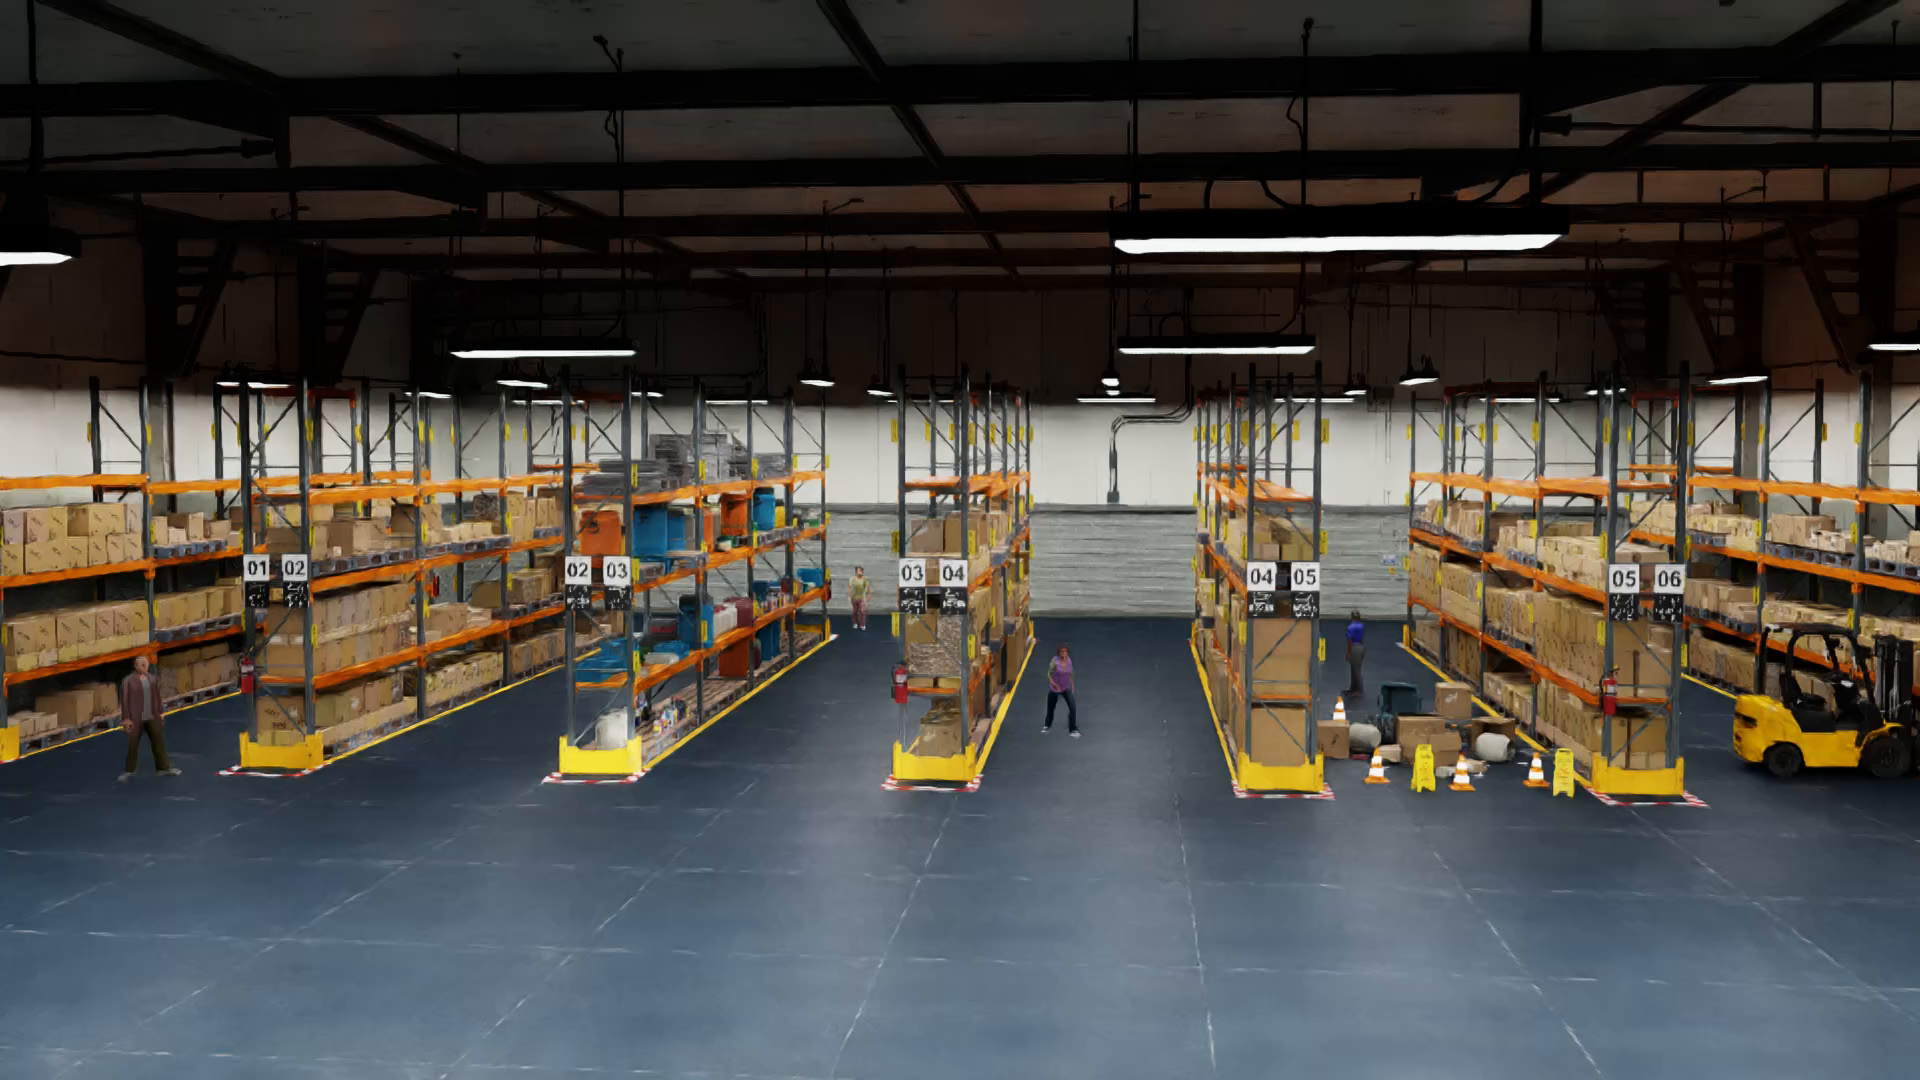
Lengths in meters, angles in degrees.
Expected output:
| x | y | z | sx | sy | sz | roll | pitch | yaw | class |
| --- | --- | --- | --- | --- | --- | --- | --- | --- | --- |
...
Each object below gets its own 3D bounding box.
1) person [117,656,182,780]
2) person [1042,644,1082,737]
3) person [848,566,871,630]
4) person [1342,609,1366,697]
| x | y | z | sx | sy | sz | roll | pitch | yaw | class |
| --- | --- | --- | --- | --- | --- | --- | --- | --- | --- |
| -11.773 | 2.557 | 24.029 | 0.574 | 1.773 | 0.766 | 3 | 5 | 39 | person |
| 1.671 | 2.461 | 27.521 | 0.562 | 1.527 | 0.782 | -1 | 4 | -12 | person |
| -2.575 | 1.459 | 42.541 | 0.591 | 1.634 | 0.687 | 0 | 4 | -3 | person |
| 7.508 | 2.135 | 31.656 | 0.528 | 1.656 | 0.531 | 3 | 5 | 35 | person |
